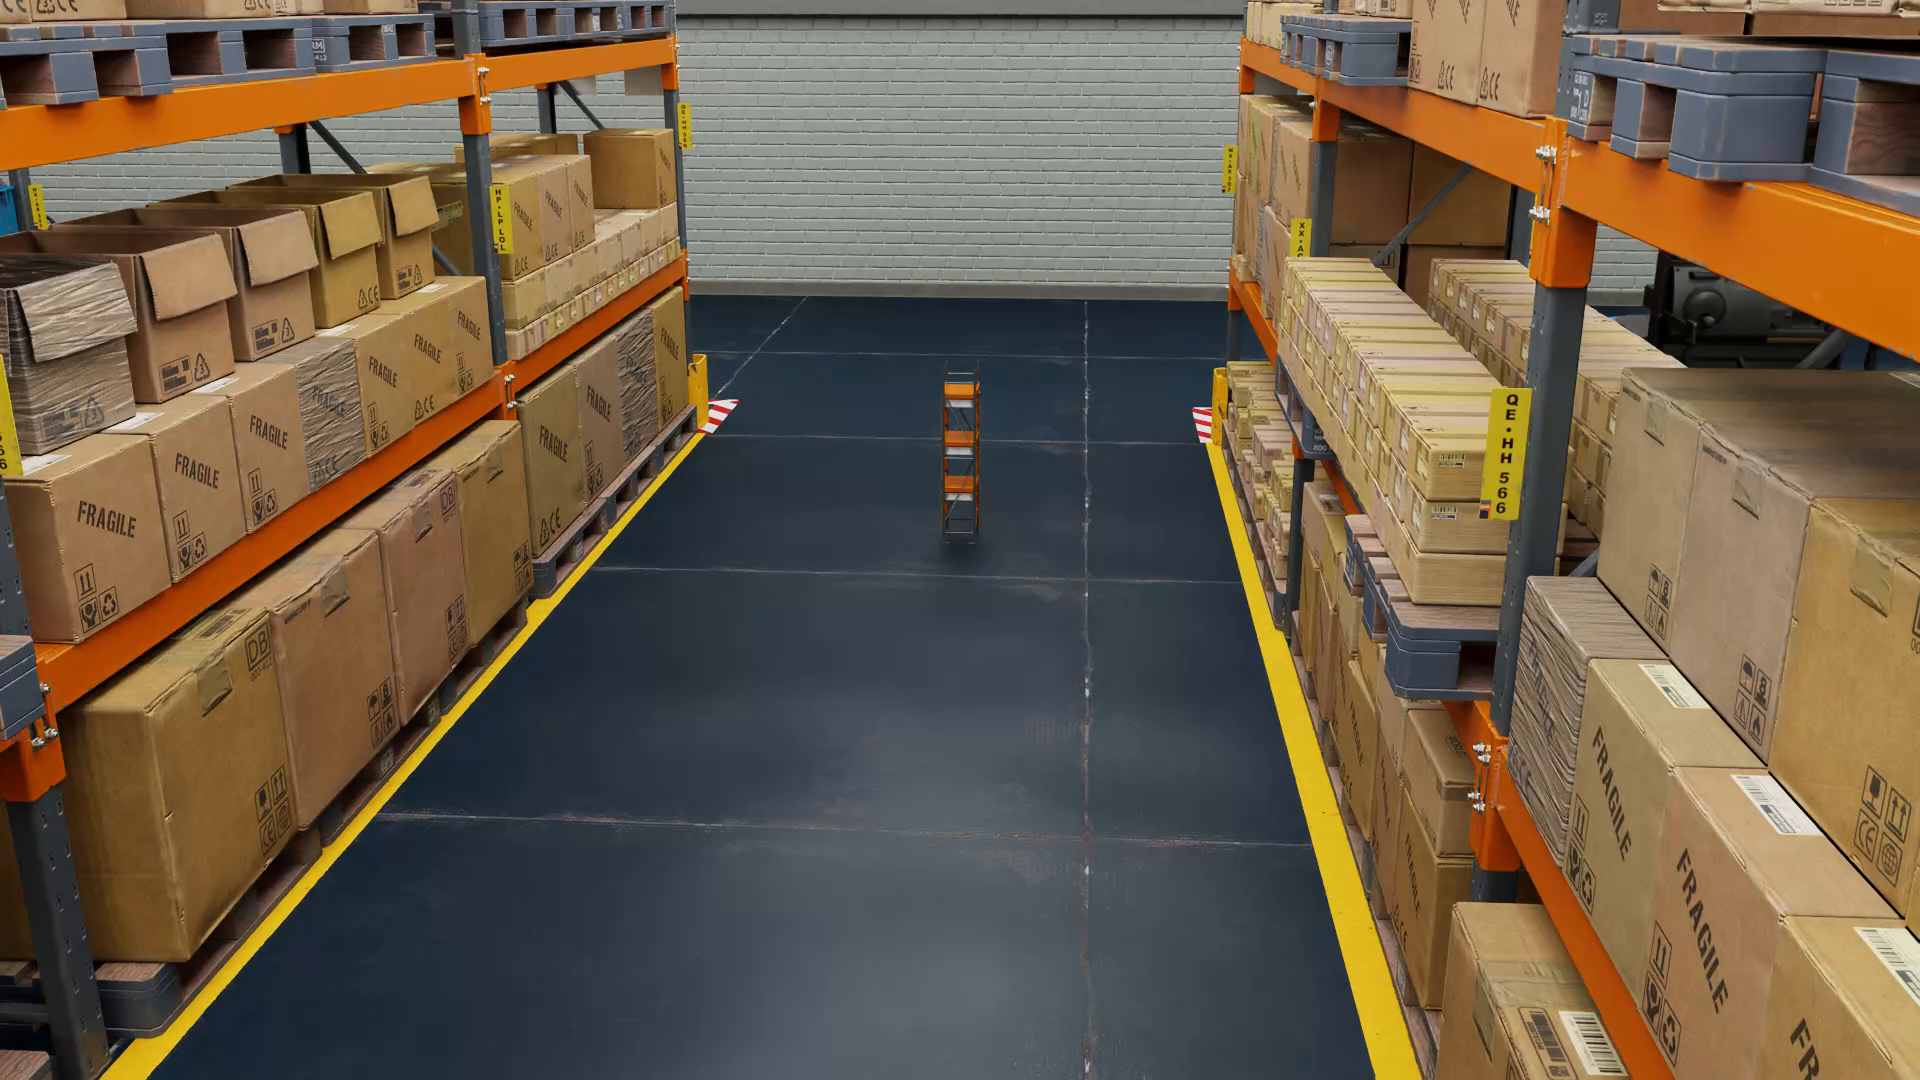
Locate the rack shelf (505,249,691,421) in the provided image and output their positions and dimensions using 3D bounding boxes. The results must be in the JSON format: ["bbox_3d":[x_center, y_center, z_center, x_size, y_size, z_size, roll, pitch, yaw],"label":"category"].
[{"bbox_3d":[-2.653,-1.347,10.372,1.077,0.370,4.000,1,18,4],"label":"rack shelf"}]

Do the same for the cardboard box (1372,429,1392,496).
[{"bbox_3d":[1.471,-0.233,5.068,0.380,0.149,0.250,2,18,5],"label":"cardboard box"}]

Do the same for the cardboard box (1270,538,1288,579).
[{"bbox_3d":[1.831,0.100,8.704,0.380,0.149,0.250,2,18,5],"label":"cardboard box"}]

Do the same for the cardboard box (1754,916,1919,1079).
[{"bbox_3d":[1.447,0.872,2.284,0.500,0.500,0.500,1,18,3],"label":"cardboard box"}]

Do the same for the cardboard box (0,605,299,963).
[{"bbox_3d":[-3.013,0.771,5.491,1.225,0.875,0.875,0,18,1],"label":"cardboard box"}]

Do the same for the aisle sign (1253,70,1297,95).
[{"bbox_3d":[2.136,-3.433,11.407,0.394,0.787,0.004,1,18,4],"label":"aisle sign"}]

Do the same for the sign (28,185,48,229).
[{"bbox_3d":[-6.900,-2.491,12.445,0.100,0.325,0.005,1,18,4],"label":"sign"}]

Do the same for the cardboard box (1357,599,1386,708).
[{"bbox_3d":[1.721,0.416,5.972,0.500,0.250,0.500,2,18,5],"label":"cardboard box"}]

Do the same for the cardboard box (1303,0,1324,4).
[{"bbox_3d":[1.923,-2.666,7.864,0.500,0.250,0.500,0,18,1],"label":"cardboard box"}]

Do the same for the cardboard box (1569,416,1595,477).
[{"bbox_3d":[2.142,-0.296,5.260,0.380,0.149,0.250,1,18,4],"label":"cardboard box"}]

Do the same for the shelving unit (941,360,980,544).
[{"bbox_3d":[0.004,-0.516,9.810,0.215,1.050,0.252,1,18,4],"label":"shelving unit"}]

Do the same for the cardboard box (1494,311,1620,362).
[{"bbox_3d":[2.215,-0.755,6.182,0.380,0.149,0.250,0,18,1],"label":"cardboard box"}]

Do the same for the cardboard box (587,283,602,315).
[{"bbox_3d":[-2.351,-1.435,9.889,0.380,0.149,0.250,1,18,5],"label":"cardboard box"}]

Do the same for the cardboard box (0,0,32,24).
[{"bbox_3d":[-3.112,-1.690,4.607,0.797,0.503,0.637,2,18,7],"label":"cardboard box"}]

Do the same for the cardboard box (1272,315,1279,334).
[{"bbox_3d":[1.951,-1.229,9.259,0.380,0.149,0.250,1,18,2],"label":"cardboard box"}]

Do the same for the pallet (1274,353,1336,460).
[{"bbox_3d":[1.943,-0.600,7.246,1.003,0.211,1.213,1,18,4],"label":"pallet"}]

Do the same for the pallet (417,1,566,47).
[{"bbox_3d":[-2.728,-2.705,8.685,1.003,0.211,1.213,1,18,4],"label":"pallet"}]

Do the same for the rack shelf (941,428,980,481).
[{"bbox_3d":[0.004,-0.505,9.814,0.215,0.259,0.240,1,18,4],"label":"rack shelf"}]

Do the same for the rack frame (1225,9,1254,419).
[{"bbox_3d":[2.430,-2.168,11.722,1.000,3.000,0.127,1,18,4],"label":"rack frame"}]

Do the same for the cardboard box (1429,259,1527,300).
[{"bbox_3d":[2.309,-1.159,7.418,0.380,0.149,0.250,2,18,6],"label":"cardboard box"}]

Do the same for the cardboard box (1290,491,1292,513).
[{"bbox_3d":[1.909,-0.169,8.571,0.380,0.149,0.250,2,18,5],"label":"cardboard box"}]

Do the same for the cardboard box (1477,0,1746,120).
[{"bbox_3d":[1.644,-1.339,4.215,0.500,0.500,0.500,1,18,4],"label":"cardboard box"}]

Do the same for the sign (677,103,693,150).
[{"bbox_3d":[-1.970,-2.956,11.888,0.100,0.325,0.005,1,18,4],"label":"sign"}]

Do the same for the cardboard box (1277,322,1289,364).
[{"bbox_3d":[1.656,-0.894,7.562,0.380,0.149,0.250,0,18,1],"label":"cardboard box"}]

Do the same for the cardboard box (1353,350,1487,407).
[{"bbox_3d":[1.512,-0.526,5.483,0.380,0.149,0.250,1,18,4],"label":"cardboard box"}]

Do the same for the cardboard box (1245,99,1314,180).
[{"bbox_3d":[2.103,-2.541,10.618,0.500,0.500,0.500,2,18,6],"label":"cardboard box"}]

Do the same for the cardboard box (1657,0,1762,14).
[{"bbox_3d":[1.585,-1.093,2.934,0.500,0.311,0.500,1,18,4],"label":"cardboard box"}]

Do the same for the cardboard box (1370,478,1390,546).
[{"bbox_3d":[1.471,-0.084,5.091,0.380,0.149,0.250,2,18,5],"label":"cardboard box"}]

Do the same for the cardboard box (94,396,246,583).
[{"bbox_3d":[-2.743,-0.178,5.488,0.500,0.500,0.500,1,18,2],"label":"cardboard box"}]

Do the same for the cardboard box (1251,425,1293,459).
[{"bbox_3d":[1.929,-0.576,9.812,0.380,0.149,0.250,1,18,2],"label":"cardboard box"}]

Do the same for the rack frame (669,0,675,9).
[{"bbox_3d":[-2.510,-5.161,11.221,1.000,3.000,0.127,1,18,4],"label":"rack frame"}]

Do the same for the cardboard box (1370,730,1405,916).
[{"bbox_3d":[1.684,0.934,5.596,0.500,0.500,0.500,2,18,6],"label":"cardboard box"}]

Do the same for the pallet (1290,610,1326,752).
[{"bbox_3d":[2.089,0.641,7.626,1.003,0.211,1.213,1,18,4],"label":"pallet"}]

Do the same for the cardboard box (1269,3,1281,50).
[{"bbox_3d":[2.029,-2.904,9.393,0.500,0.250,0.500,1,18,4],"label":"cardboard box"}]

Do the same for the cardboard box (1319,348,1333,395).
[{"bbox_3d":[1.567,-0.627,6.272,0.380,0.149,0.250,1,18,3],"label":"cardboard box"}]

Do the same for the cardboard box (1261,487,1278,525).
[{"bbox_3d":[1.857,-0.185,9.095,0.380,0.149,0.250,1,18,2],"label":"cardboard box"}]

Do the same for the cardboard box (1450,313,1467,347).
[{"bbox_3d":[2.273,-0.860,6.982,0.380,0.149,0.250,2,18,6],"label":"cardboard box"}]

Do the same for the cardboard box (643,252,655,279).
[{"bbox_3d":[-2.262,-1.836,11.112,0.380,0.149,0.250,2,18,5],"label":"cardboard box"}]

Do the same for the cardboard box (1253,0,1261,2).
[{"bbox_3d":[2.103,-3.467,10.307,0.500,0.250,0.500,1,18,3],"label":"cardboard box"}]

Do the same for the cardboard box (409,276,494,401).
[{"bbox_3d":[-2.558,-0.964,7.887,0.500,0.500,0.500,1,18,4],"label":"cardboard box"}]

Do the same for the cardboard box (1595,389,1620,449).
[{"bbox_3d":[2.121,-0.345,4.932,0.380,0.149,0.250,1,18,4],"label":"cardboard box"}]

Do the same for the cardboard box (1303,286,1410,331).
[{"bbox_3d":[1.601,-0.933,6.725,0.380,0.149,0.250,1,18,3],"label":"cardboard box"}]

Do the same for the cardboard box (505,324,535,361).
[{"bbox_3d":[-2.444,-1.033,8.661,0.380,0.149,0.250,1,18,4],"label":"cardboard box"}]

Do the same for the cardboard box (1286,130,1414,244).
[{"bbox_3d":[1.907,-1.742,8.177,0.500,0.500,0.500,1,18,2],"label":"cardboard box"}]

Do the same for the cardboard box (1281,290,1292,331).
[{"bbox_3d":[1.656,-1.035,7.516,0.380,0.149,0.250,2,18,5],"label":"cardboard box"}]

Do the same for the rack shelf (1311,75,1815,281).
[{"bbox_3d":[2.000,-1.388,5.680,1.077,0.370,4.000,1,18,4],"label":"rack shelf"}]

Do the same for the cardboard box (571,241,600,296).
[{"bbox_3d":[-2.430,-1.593,9.731,0.500,0.250,0.500,2,18,5],"label":"cardboard box"}]

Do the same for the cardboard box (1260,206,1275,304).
[{"bbox_3d":[1.971,-1.587,9.310,0.500,0.500,0.500,1,18,4],"label":"cardboard box"}]

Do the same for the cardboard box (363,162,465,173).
[{"bbox_3d":[-2.990,-1.798,9.153,0.500,0.500,0.500,1,18,4],"label":"cardboard box"}]

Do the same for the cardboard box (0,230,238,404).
[{"bbox_3d":[-2.966,-0.779,5.710,0.797,0.503,0.637,2,18,5],"label":"cardboard box"}]

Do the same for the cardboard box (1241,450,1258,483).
[{"bbox_3d":[1.969,-0.463,10.423,0.380,0.149,0.250,0,18,1],"label":"cardboard box"}]

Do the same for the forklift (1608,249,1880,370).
[{"bbox_3d":[4.599,-1.388,9.452,1.130,2.935,3.031,2,18,5],"label":"forklift"}]

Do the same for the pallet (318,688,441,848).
[{"bbox_3d":[-2.862,0.879,6.902,1.003,0.211,1.213,1,18,4],"label":"pallet"}]

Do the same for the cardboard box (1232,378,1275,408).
[{"bbox_3d":[2.008,-0.977,11.034,0.380,0.149,0.250,1,18,4],"label":"cardboard box"}]

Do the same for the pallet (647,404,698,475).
[{"bbox_3d":[-2.489,-0.735,11.826,1.003,0.211,1.213,1,18,4],"label":"pallet"}]

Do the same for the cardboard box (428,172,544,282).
[{"bbox_3d":[-2.507,-1.637,8.661,0.500,0.500,0.500,1,18,4],"label":"cardboard box"}]

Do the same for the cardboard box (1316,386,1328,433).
[{"bbox_3d":[1.568,-0.488,6.324,0.380,0.149,0.250,1,18,3],"label":"cardboard box"}]

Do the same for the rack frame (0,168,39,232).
[{"bbox_3d":[-7.450,-2.421,12.493,1.000,3.000,0.127,1,18,4],"label":"rack frame"}]
